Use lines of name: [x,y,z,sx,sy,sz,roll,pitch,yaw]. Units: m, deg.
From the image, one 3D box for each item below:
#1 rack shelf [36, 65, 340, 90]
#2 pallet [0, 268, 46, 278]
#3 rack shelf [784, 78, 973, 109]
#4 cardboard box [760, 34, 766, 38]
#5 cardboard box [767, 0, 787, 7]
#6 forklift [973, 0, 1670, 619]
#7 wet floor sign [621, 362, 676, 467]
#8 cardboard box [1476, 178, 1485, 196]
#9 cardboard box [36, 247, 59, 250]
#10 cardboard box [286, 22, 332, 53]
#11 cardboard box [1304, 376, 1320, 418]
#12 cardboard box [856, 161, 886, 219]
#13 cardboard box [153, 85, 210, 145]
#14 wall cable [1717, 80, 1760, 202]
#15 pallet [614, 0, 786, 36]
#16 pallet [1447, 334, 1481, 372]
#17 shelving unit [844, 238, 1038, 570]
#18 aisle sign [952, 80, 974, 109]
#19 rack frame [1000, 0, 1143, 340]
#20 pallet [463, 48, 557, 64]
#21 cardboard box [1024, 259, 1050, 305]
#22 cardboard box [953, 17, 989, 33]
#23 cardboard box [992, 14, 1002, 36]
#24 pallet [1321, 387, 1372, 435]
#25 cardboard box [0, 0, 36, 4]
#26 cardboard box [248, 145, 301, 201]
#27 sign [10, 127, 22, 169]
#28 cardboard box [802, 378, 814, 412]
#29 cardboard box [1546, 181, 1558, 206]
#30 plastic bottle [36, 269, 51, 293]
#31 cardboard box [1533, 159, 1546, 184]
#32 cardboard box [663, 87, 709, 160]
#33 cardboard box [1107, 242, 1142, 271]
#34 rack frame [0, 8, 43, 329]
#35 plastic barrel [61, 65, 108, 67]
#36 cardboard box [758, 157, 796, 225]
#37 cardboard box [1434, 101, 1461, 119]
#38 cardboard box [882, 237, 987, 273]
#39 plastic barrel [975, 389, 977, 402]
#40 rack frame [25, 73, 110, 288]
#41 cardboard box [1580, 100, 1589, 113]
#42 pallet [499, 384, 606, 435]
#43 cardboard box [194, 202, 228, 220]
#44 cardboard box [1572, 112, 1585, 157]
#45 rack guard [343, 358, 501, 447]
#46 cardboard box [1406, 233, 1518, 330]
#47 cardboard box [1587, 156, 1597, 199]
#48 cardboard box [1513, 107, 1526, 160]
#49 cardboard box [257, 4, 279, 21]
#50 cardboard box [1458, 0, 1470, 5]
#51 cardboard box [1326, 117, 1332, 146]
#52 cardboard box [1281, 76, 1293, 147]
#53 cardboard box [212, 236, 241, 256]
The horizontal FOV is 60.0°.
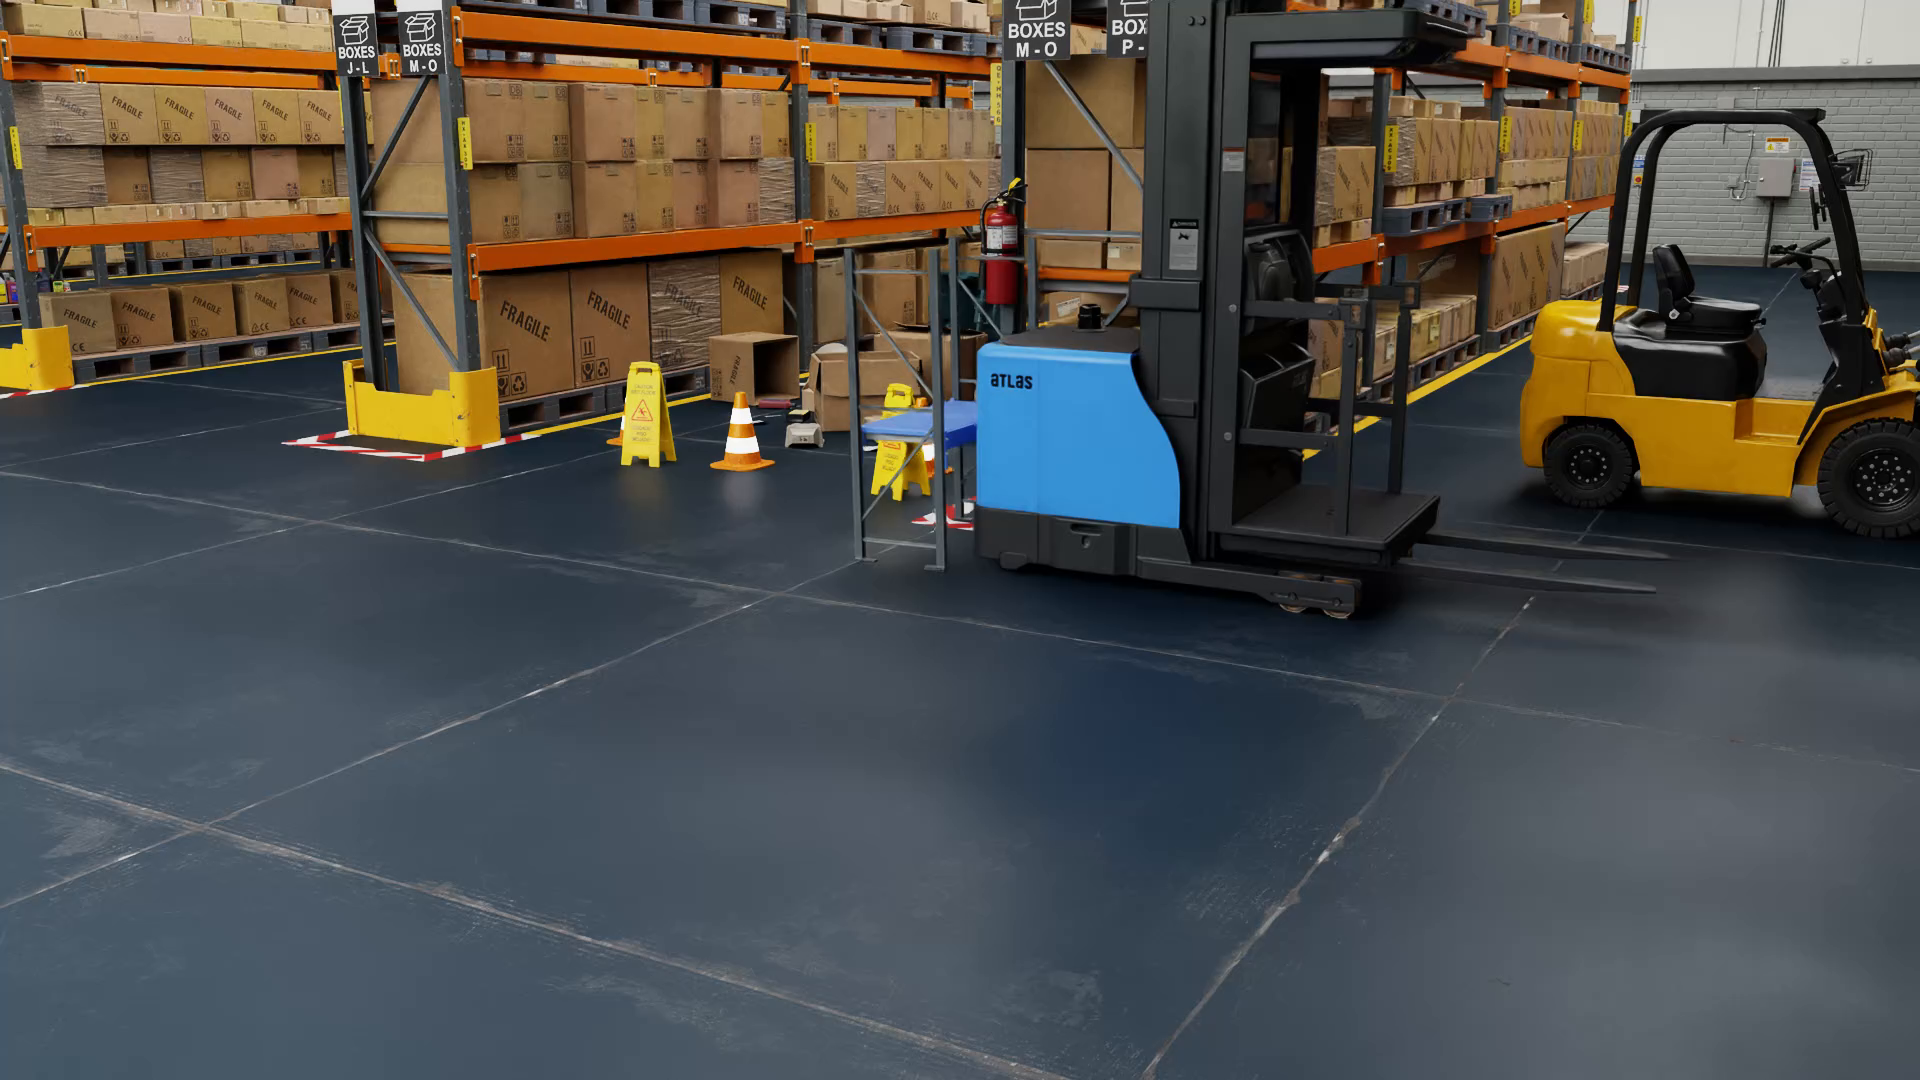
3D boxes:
rack shelf: [-9.422,-5.661,20.751,1.077,0.370,4.000,7,15,28]
pallet: [-13.813,-3.756,23.661,1.003,0.211,1.213,7,15,28]
rack shelf: [-1.219,-6.741,25.231,1.077,0.370,4.000,7,15,28]
cardboard box: [-2.458,-6.813,22.886,0.700,0.500,0.500,8,16,29]
cardboard box: [-1.657,-4.476,13.728,0.380,0.149,0.250,7,15,28]
forklift: [1.614,-1.230,7.381,3.031,2.935,1.130,7,15,26]
wet floor sign: [-1.975,-0.803,10.488,0.267,0.644,0.232,5,14,18]
cardboard box: [4.454,-3.147,14.828,0.380,0.149,0.250,7,15,28]
cardboard box: [-13.320,-4.319,23.823,0.500,0.311,0.500,7,15,28]
cardboard box: [-6.307,-4.737,15.704,0.500,0.250,0.500,8,16,29]
cardboard box: [2.073,-0.960,11.086,0.500,0.250,0.500,8,16,29]
cardboard box: [-1.027,-3.228,15.311,0.500,0.500,0.500,8,15,28]
cardboard box: [-6.994,-3.726,14.609,0.500,0.500,0.500,7,15,28]
wall cable: [12.375,-6.416,26.577,0.588,1.984,0.122,7,15,28]
pallet: [-2.165,-4.247,13.539,1.003,0.211,1.213,7,15,28]
pallet: [4.176,-1.763,15.397,1.003,0.211,1.213,7,15,28]
shelving unit: [-0.059,-0.720,8.293,0.538,1.500,1.048,6,15,28]
aisle sign: [0.045,-7.288,26.816,0.394,0.787,0.004,7,15,28]
rack frame: [0.688,-1.638,8.927,1.000,3.000,0.127,7,15,28]
pallet: [-5.163,-5.276,18.018,1.213,0.211,1.003,7,15,28]
cardboard box: [0.738,-2.924,18.701,0.500,0.500,0.500,7,15,26]
cardboard box: [0.076,-5.269,16.977,0.380,0.166,0.250,7,15,28]
cardboard box: [0.682,-5.413,17.973,0.500,0.500,0.500,7,15,28]
pallet: [2.328,-0.961,12.070,1.003,0.211,1.213,7,15,28]
cardboard box: [-7.652,-4.370,13.329,0.380,0.149,0.250,7,15,28]
cardboard box: [-6.751,-3.477,15.706,0.875,0.500,0.500,7,15,28]
sign: [-7.512,-3.120,13.228,0.100,0.325,0.005,7,15,28]
cardboard box: [-0.979,-1.108,12.563,0.396,0.266,0.258,11,17,38]
cardboard box: [6.246,-3.802,18.224,0.500,0.250,0.500,7,15,27]
plastic bottle: [-10.448,-2.904,18.891,0.144,0.351,0.185,7,15,27]
cardboard box: [5.776,-3.835,17.292,0.500,0.250,0.500,8,16,29]
cardboard box: [-2.514,-3.303,13.212,0.875,0.550,0.550,7,15,28]
cardboard box: [1.033,-1.562,9.148,0.380,0.149,0.250,7,15,28]
rack frame: [-7.987,-2.761,13.584,1.000,3.000,0.127,7,15,28]
plastic barrel: [-10.333,-5.973,19.440,0.600,0.901,0.708,7,15,28]
cardboard box: [-1.928,-2.994,14.234,0.875,0.550,0.550,7,15,28]
cardboard box: [4.011,-3.624,14.038,0.380,0.149,0.250,7,15,25]
cardboard box: [-0.200,-2.815,17.714,1.050,0.750,0.750,7,15,27]
plastic barrel: [0.361,-0.981,11.698,0.421,0.421,0.512,-5,14,-20]
rack frame: [-10.389,-4.142,19.316,1.000,3.000,0.127,7,15,28]
cardboard box: [7.239,-5.141,19.727,0.380,0.149,0.250,7,15,28]
pallet: [-3.376,-0.995,12.211,1.003,0.211,1.213,7,15,28]
cardboard box: [-6.831,-2.967,14.975,0.380,0.149,0.250,7,15,28]
cardboard box: [6.931,-4.705,19.302,0.500,0.500,0.500,7,15,28]
rack guard: [-3.706,-0.958,11.440,1.175,0.500,0.348,7,15,28]
cardboard box: [4.962,-2.583,16.484,0.875,0.875,0.875,7,15,28]
cardboard box: [7.438,-4.419,20.250,0.500,0.500,0.500,7,15,28]
cardboard box: [5.239,-3.990,16.338,0.500,0.500,0.500,7,15,28]
cardboard box: [-6.513,-4.851,15.325,0.380,0.149,0.250,8,16,30]
cardboard box: [3.723,-4.332,13.128,0.500,0.250,0.500,7,15,27]
cardboard box: [2.644,-2.977,12.736,0.500,0.500,0.500,7,15,27]
cardboard box: [1.953,-2.970,11.470,0.700,0.500,0.500,7,15,28]
cardboard box: [-11.825,-4.795,26.418,0.500,0.500,0.500,7,15,27]
